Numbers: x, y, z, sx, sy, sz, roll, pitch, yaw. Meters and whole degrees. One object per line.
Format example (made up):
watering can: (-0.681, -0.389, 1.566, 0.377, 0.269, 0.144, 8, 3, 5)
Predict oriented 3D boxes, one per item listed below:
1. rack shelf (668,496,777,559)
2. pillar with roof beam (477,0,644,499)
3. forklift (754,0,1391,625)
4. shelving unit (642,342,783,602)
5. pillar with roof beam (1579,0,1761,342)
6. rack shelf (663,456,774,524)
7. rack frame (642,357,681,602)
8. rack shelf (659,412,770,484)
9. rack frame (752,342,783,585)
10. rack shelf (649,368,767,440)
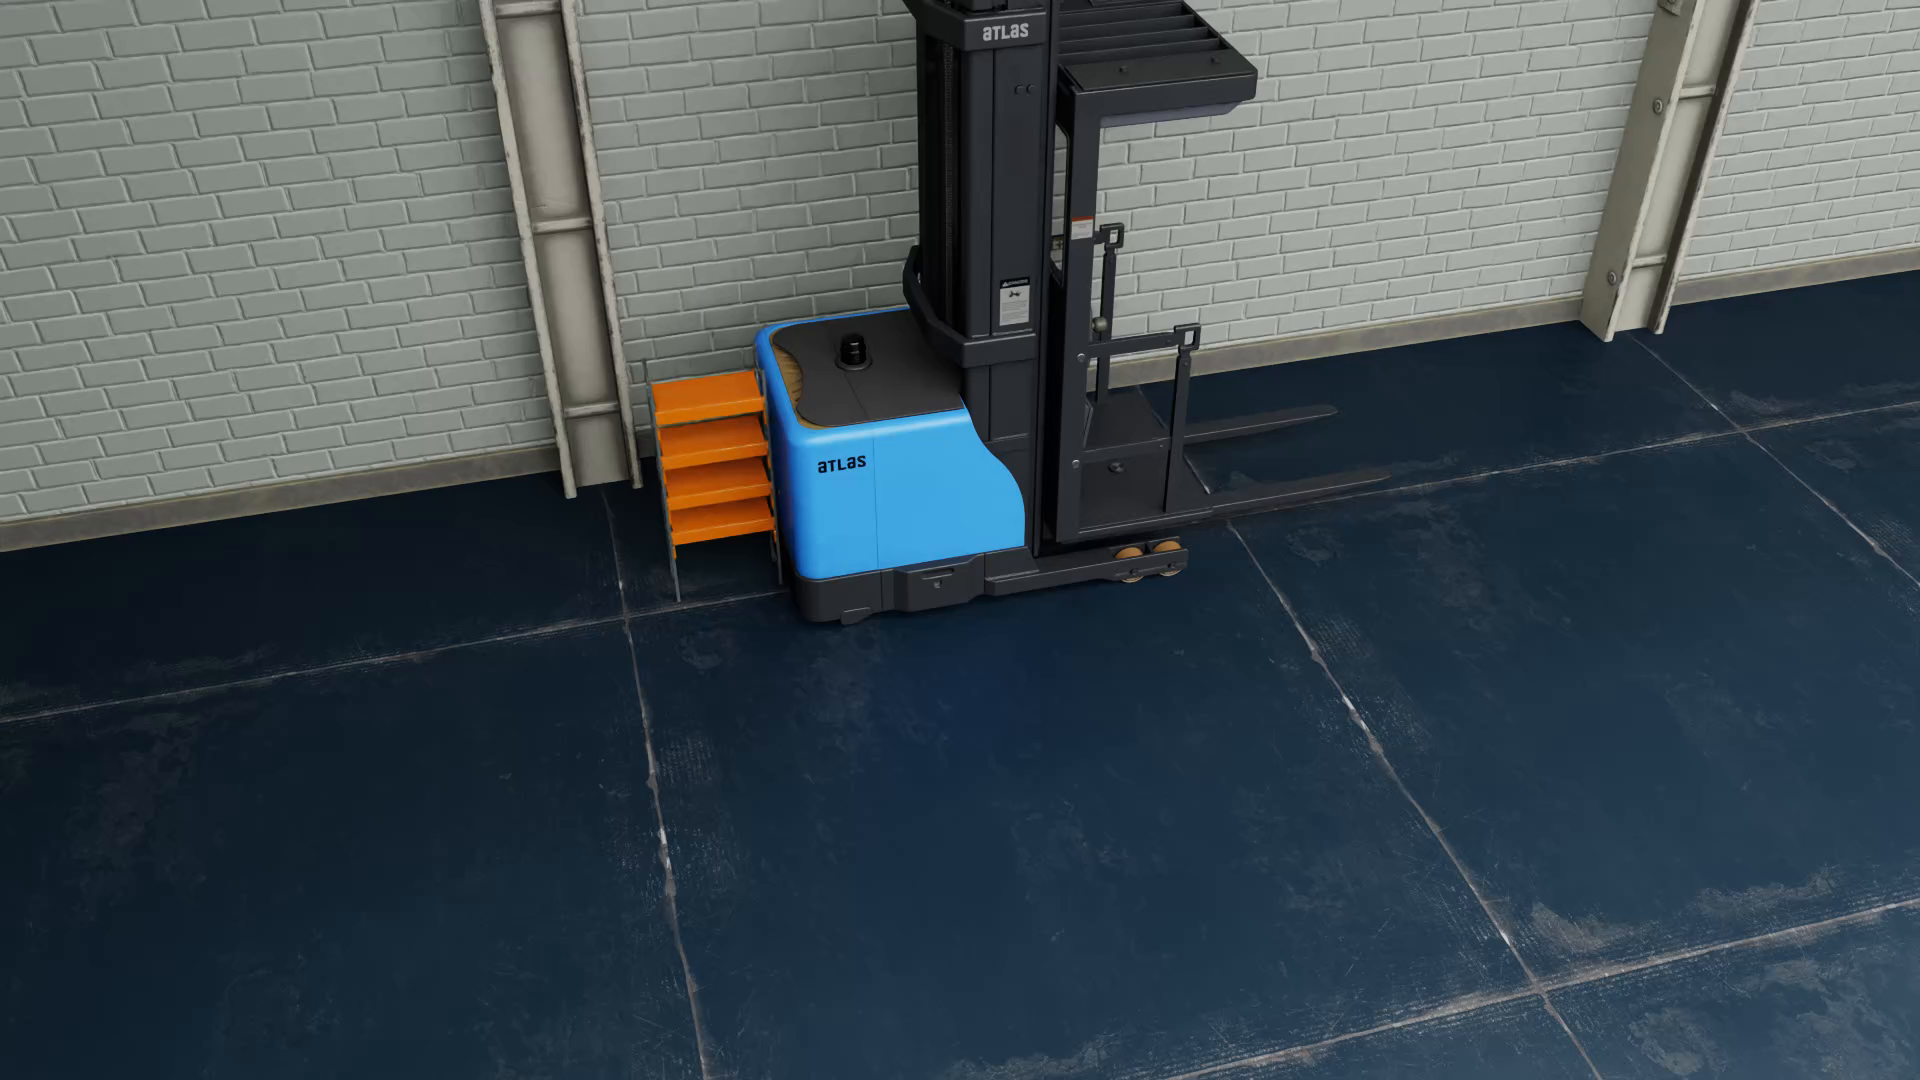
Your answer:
rack shelf: (-1.121, -0.082, 7.786, 0.480, 0.148, 0.258, -9, 38, -12)
pillar with roof beam: (-0.743, -1.381, 2.629, 0.400, 9.000, 9.100, -9, 38, -12)
forklift: (0.601, -1.262, 7.467, 3.031, 2.935, 1.130, -9, 38, -12)
shelving unit: (-1.122, -0.293, 7.625, 0.503, 1.200, 0.258, -9, 38, -12)
pillar with roof beam: (5.050, -2.332, 3.871, 0.400, 9.000, 9.100, -9, 38, -12)
rack shelf: (-1.122, -0.240, 7.666, 0.480, 0.148, 0.258, -9, 38, -12)
rack frame: (-1.357, -0.254, 7.574, 0.015, 1.200, 0.240, -9, 38, -12)
rack shelf: (-1.122, -0.417, 7.530, 0.480, 0.148, 0.258, -9, 38, -12)
rack frame: (-0.886, -0.332, 7.675, 0.015, 1.200, 0.240, -9, 38, -12)
rack shelf: (-1.122, -0.605, 7.386, 0.480, 0.148, 0.258, -9, 38, -12)
